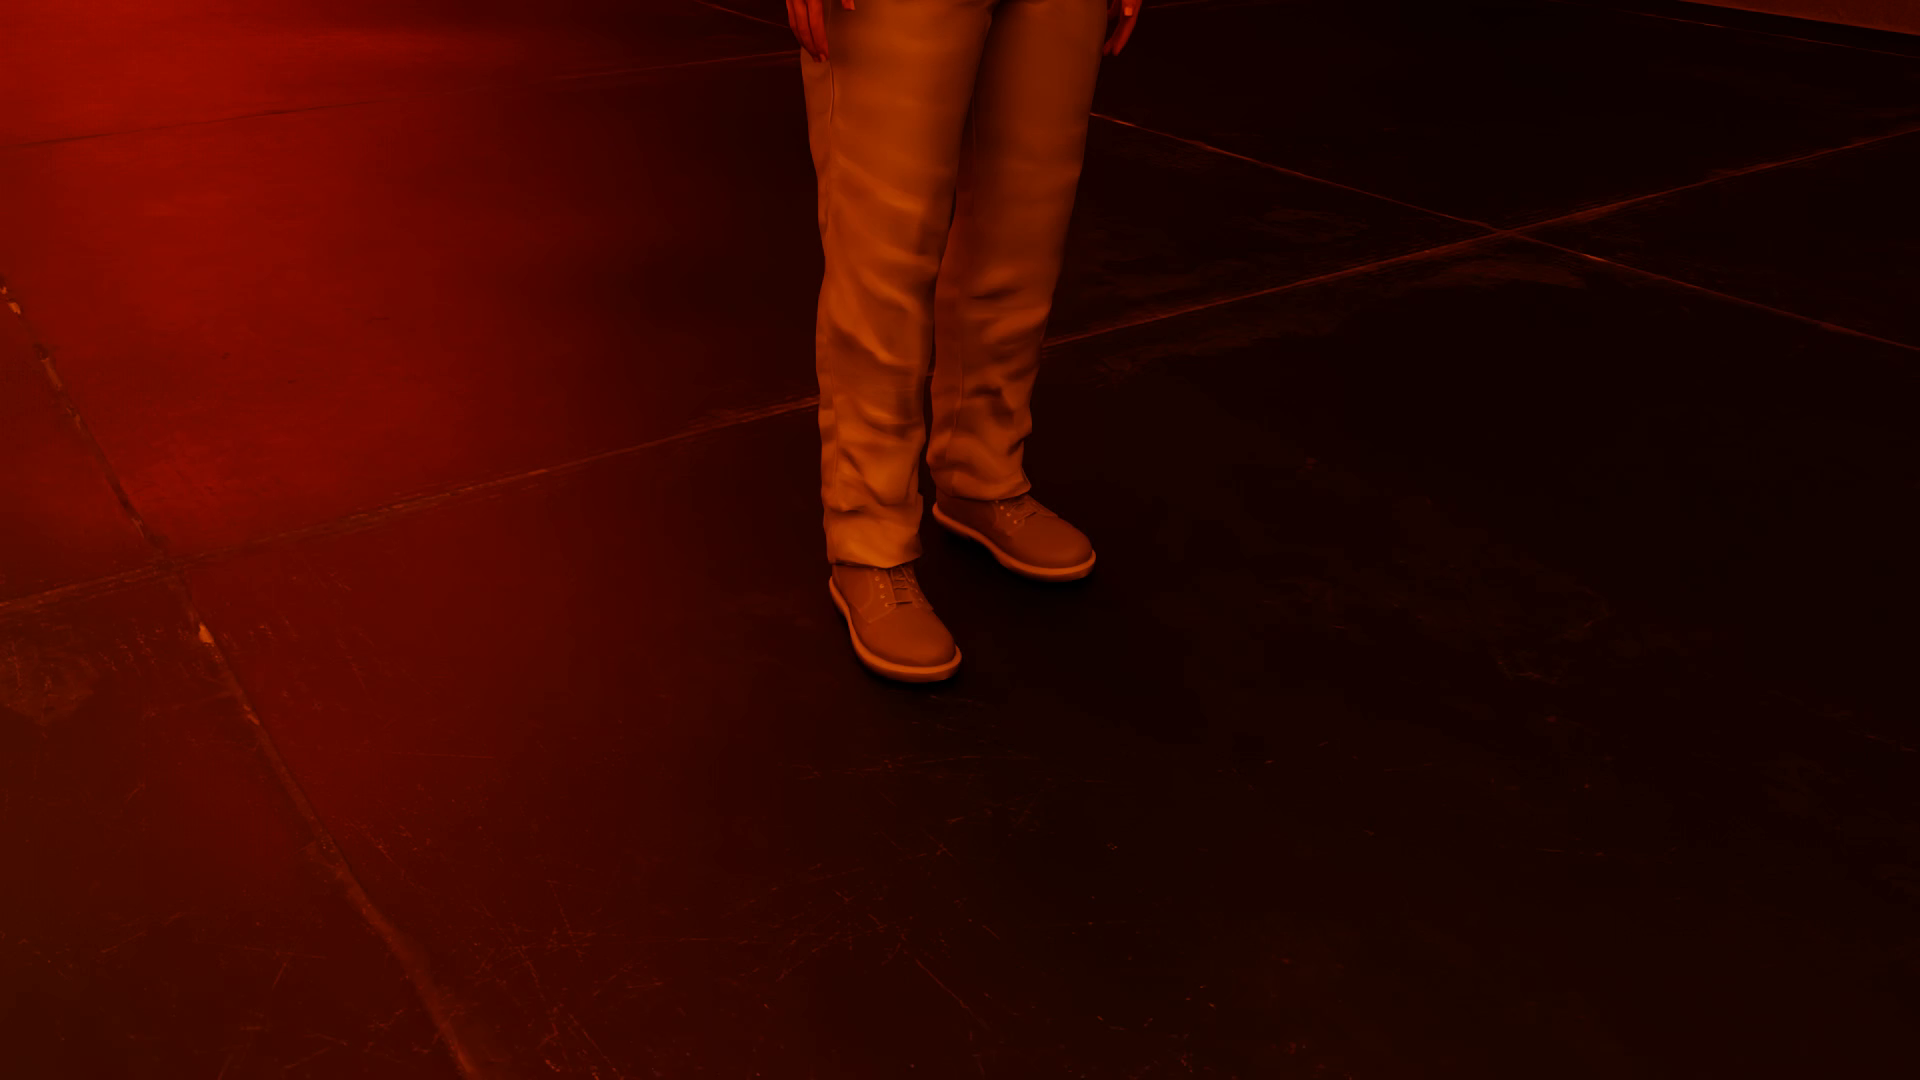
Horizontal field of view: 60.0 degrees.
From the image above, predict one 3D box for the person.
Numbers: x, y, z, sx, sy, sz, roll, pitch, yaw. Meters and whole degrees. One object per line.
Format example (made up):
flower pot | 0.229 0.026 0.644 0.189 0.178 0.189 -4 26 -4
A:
person | 0.025 -0.717 2.055 0.598 1.670 0.529 -17 31 -31
